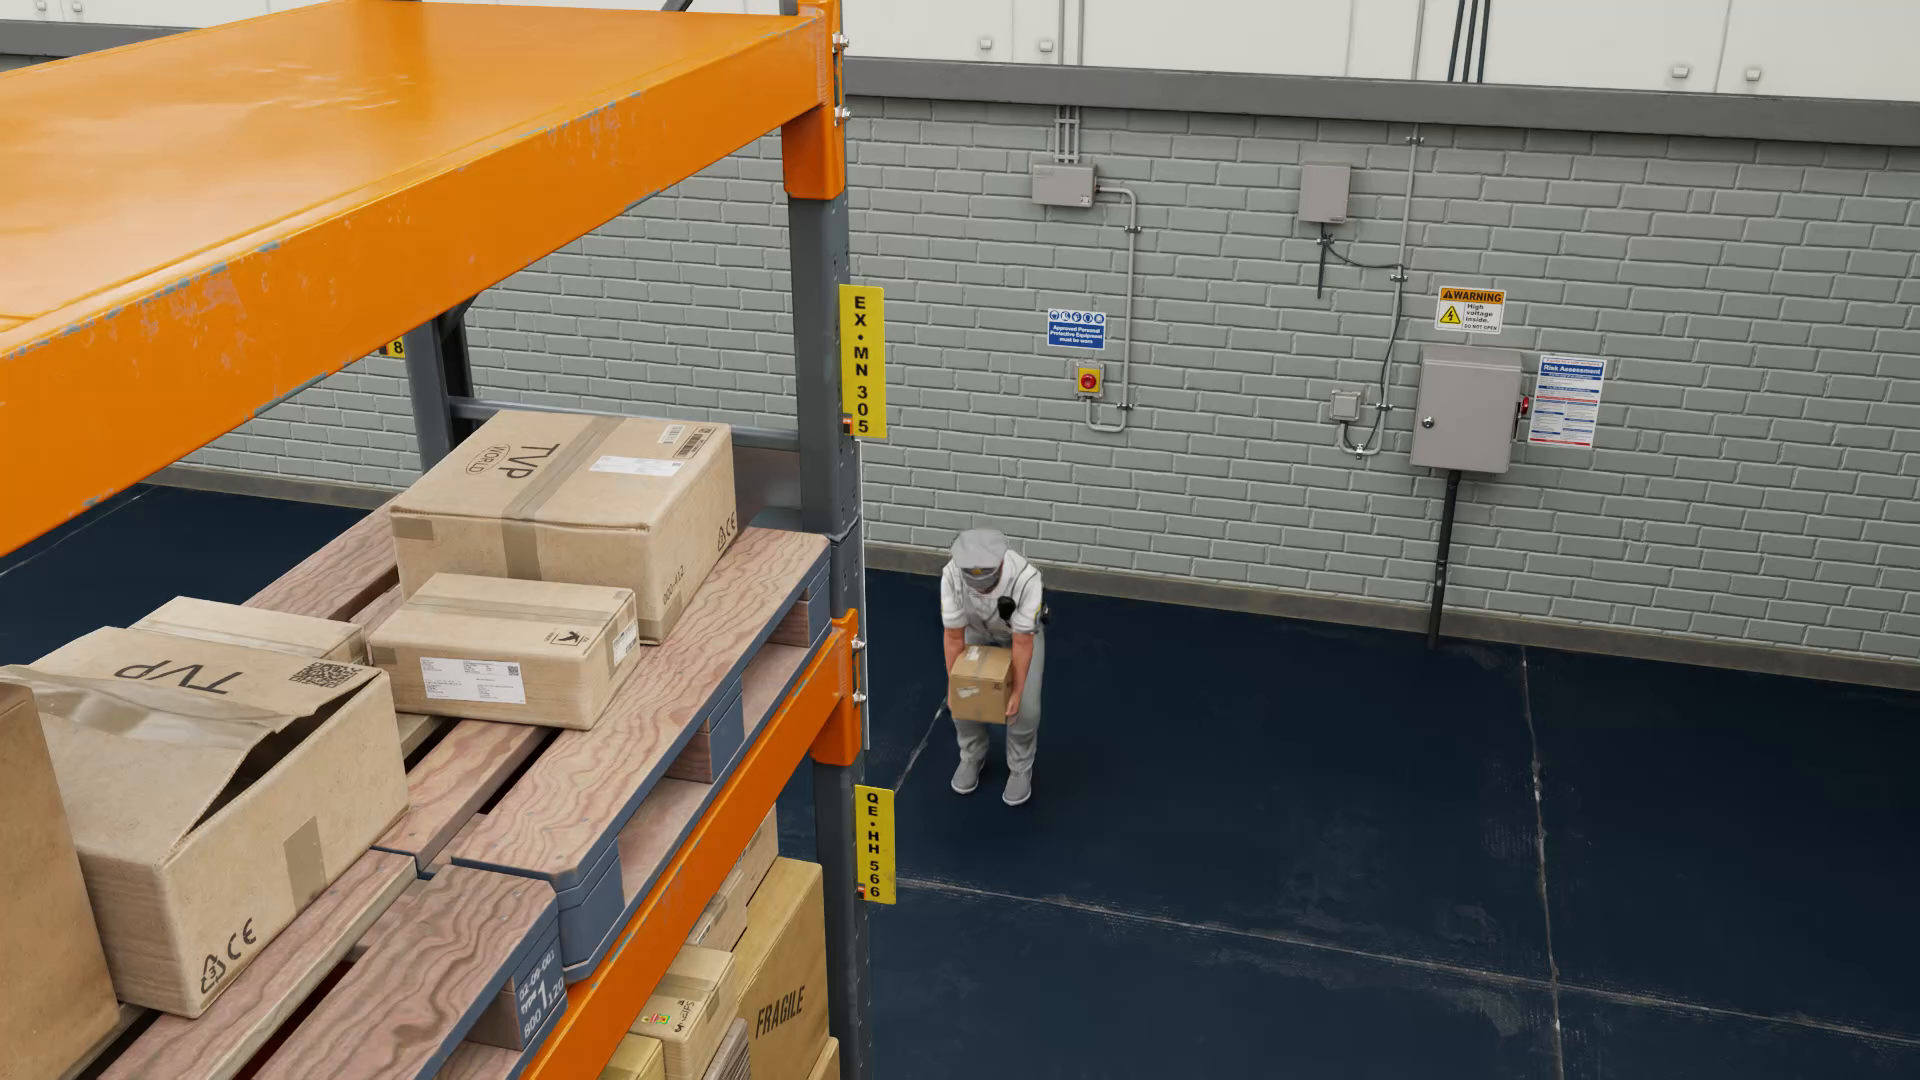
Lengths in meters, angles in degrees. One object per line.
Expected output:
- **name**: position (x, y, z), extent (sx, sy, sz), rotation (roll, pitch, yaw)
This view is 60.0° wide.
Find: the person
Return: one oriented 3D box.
- **person**: position (0.146, 0.558, 7.672), extent (0.478, 1.538, 0.861), rotation (6, 26, 12)
